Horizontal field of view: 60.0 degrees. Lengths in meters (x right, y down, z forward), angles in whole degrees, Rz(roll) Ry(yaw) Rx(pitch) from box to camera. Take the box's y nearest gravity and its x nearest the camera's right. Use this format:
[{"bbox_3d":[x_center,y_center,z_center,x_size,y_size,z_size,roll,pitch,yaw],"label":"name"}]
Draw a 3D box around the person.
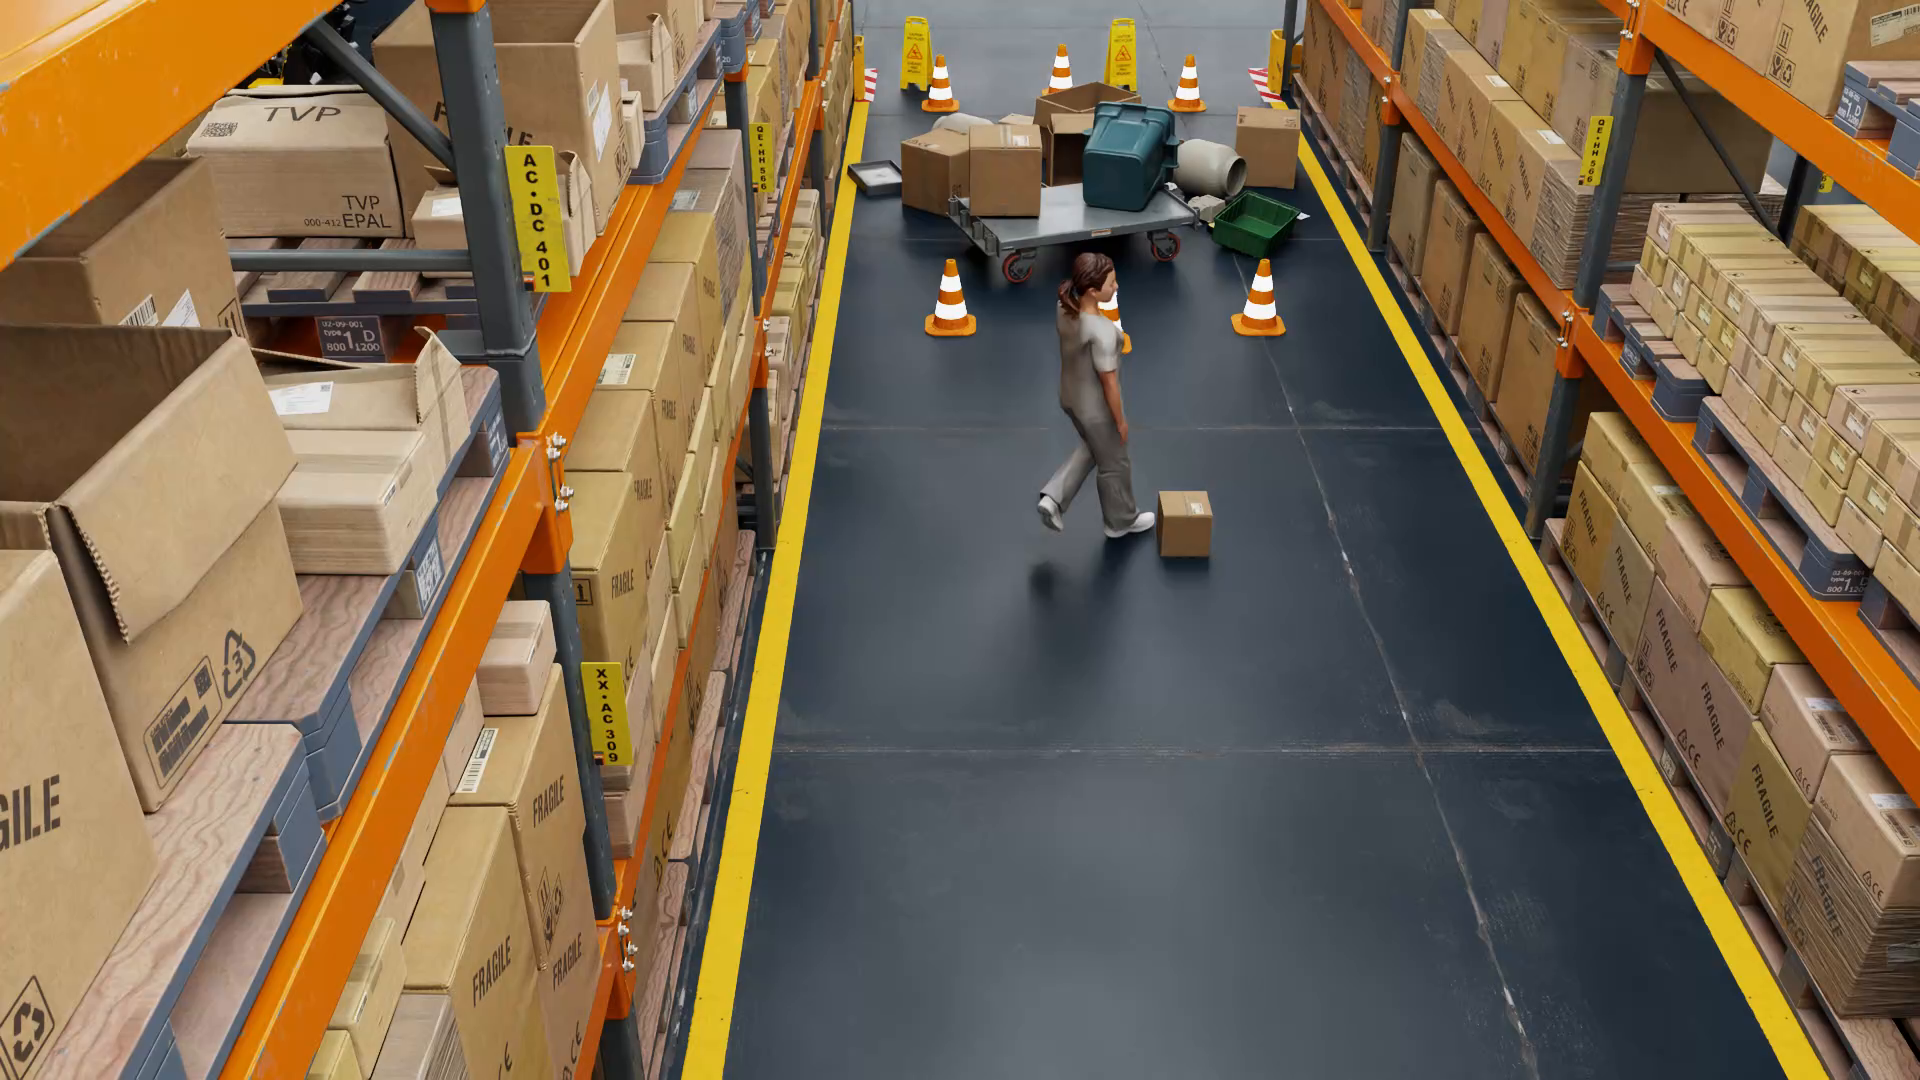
[{"bbox_3d":[0.724,-0.696,8.263,0.728,1.645,0.517,-16,35,-24],"label":"person"}]
